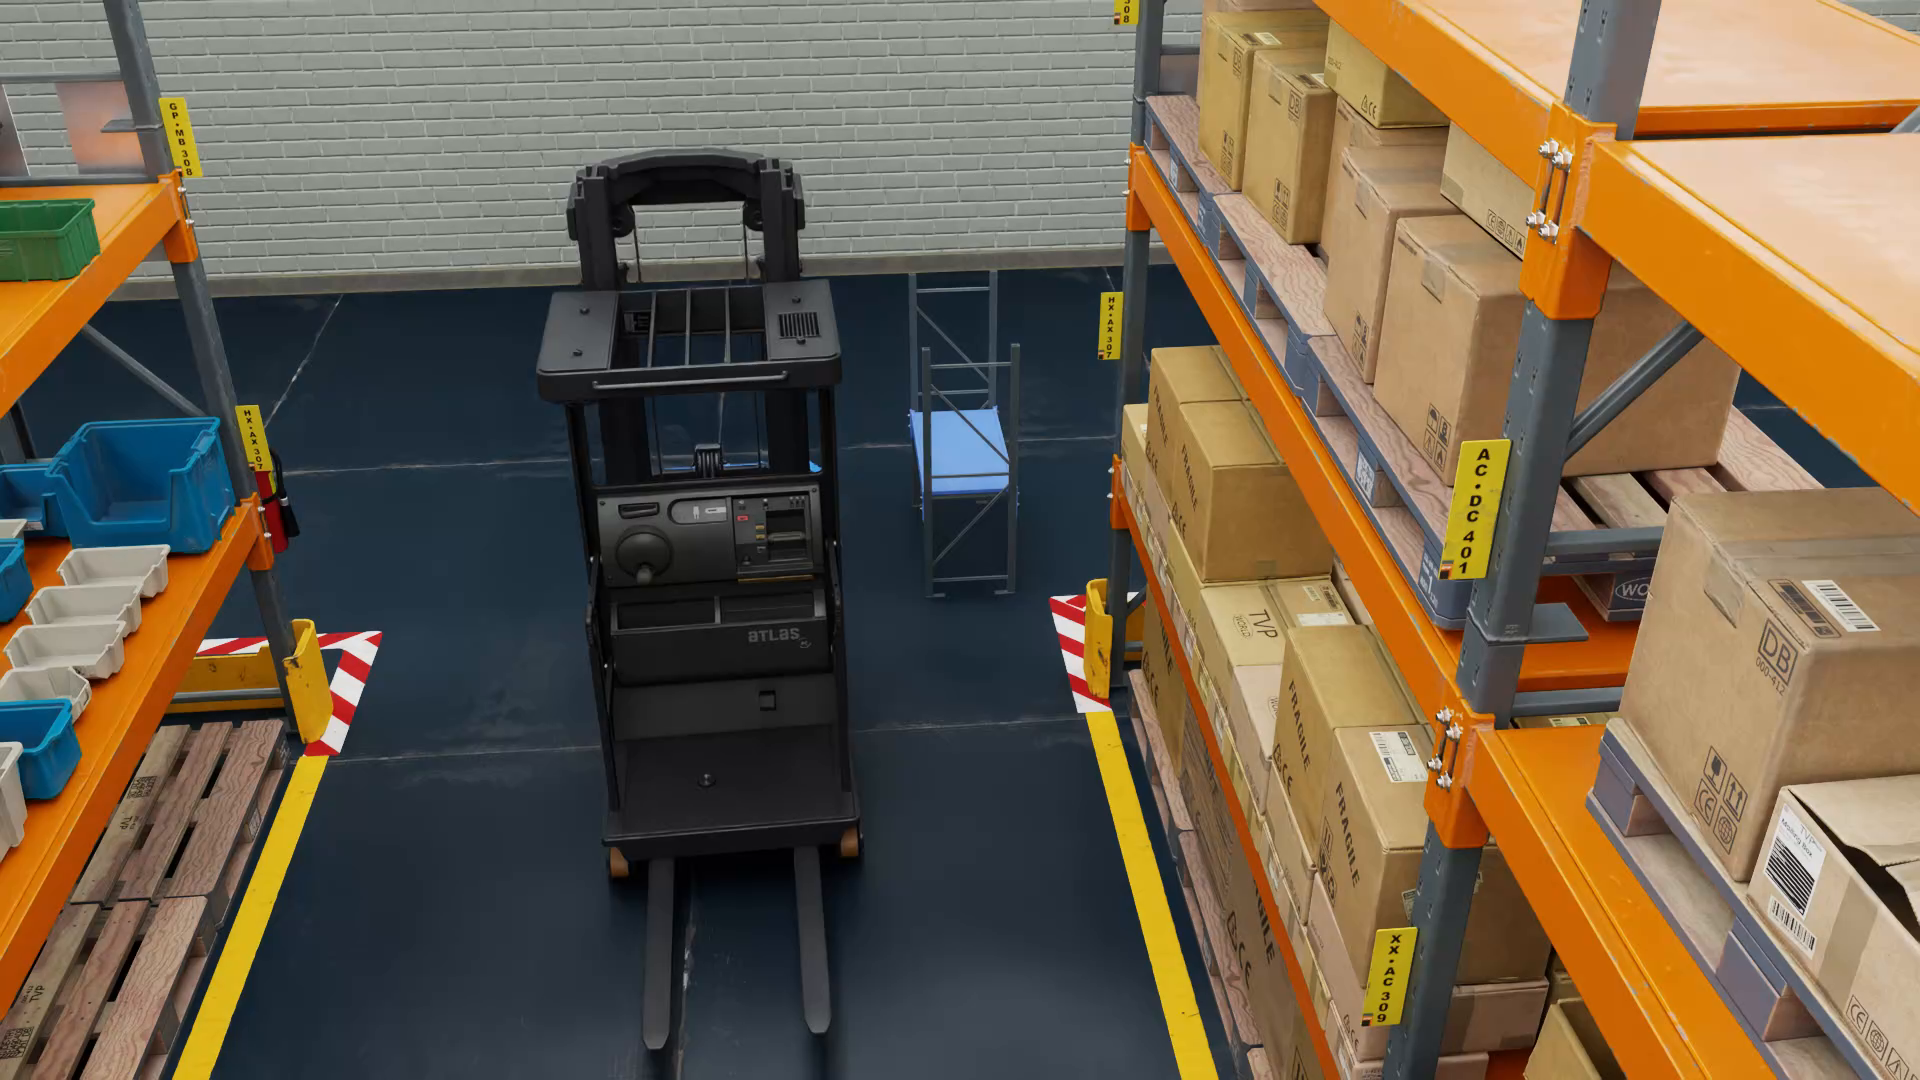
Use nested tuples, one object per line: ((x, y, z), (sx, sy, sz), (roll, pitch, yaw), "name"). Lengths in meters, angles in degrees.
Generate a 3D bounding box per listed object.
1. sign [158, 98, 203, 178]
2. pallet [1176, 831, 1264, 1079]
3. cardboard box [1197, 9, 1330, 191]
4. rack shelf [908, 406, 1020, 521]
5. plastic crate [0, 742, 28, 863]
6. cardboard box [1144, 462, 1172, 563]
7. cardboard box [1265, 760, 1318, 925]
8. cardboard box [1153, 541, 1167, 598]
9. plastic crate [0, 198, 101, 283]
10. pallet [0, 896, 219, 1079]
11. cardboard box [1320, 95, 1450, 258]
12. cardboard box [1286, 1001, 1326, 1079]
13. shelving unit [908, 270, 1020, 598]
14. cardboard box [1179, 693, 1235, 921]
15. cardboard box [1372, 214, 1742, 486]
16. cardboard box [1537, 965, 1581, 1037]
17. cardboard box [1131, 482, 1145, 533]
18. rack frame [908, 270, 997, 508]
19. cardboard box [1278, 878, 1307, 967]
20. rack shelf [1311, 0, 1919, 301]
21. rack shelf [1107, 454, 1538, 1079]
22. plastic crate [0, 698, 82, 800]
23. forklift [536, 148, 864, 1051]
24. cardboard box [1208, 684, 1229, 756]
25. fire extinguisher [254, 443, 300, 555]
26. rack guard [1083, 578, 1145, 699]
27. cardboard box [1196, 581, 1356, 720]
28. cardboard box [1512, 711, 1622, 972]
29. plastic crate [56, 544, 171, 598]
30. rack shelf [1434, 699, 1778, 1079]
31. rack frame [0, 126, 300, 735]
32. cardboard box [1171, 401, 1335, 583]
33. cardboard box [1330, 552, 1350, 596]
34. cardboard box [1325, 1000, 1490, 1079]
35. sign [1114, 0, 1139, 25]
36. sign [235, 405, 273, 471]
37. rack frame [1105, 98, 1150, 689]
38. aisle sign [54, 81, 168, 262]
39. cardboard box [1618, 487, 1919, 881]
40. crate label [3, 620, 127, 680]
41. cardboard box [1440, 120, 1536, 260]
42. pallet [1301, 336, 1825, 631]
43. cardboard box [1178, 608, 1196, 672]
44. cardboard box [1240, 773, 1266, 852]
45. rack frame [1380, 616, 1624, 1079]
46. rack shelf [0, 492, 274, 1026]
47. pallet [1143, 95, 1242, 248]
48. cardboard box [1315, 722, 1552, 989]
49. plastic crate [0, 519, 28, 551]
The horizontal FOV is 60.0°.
((-3.150, -1.625, 6.723), (0.100, 0.325, 0.005), (-3, 31, -5), "sign")
((1.498, 1.638, 6.802), (1.003, 0.211, 1.213), (-3, 31, -5), "pallet")
((1.269, -1.583, 5.946), (0.700, 0.500, 0.500), (-4, 31, -6), "cardboard box")
((0.008, -0.446, 9.385), (0.538, 0.185, 1.000), (-3, 31, -5), "rack shelf")
((-3.282, 0.931, 5.323), (0.437, 0.282, 0.530), (-3, 31, -5), "plastic crate")
((1.066, -0.125, 6.891), (0.500, 0.250, 0.500), (-3, 31, -5), "cardboard box")
((1.255, 0.917, 5.146), (0.500, 0.250, 0.500), (-2, 31, -3), "cardboard box")
((1.015, 0.115, 6.878), (0.380, 0.149, 0.250), (-3, 31, -5), "cardboard box")
((-3.320, -1.055, 5.872), (0.450, 0.188, 0.336), (-3, 31, -5), "plastic crate")
((-3.547, 1.894, 6.374), (1.003, 0.211, 1.213), (-3, 31, -5), "pallet")
((1.522, -1.042, 5.040), (0.700, 0.500, 0.500), (-1, 31, -2), "cardboard box")
((1.626, 1.848, 5.393), (0.875, 0.875, 0.875), (-3, 31, -5), "cardboard box")
((0.008, -0.600, 9.293), (0.538, 1.500, 1.048), (-3, 31, -5), "shelving unit")
((1.459, 0.934, 6.923), (0.875, 0.875, 0.875), (-3, 31, -5), "cardboard box")
((1.476, -0.493, 4.122), (0.700, 0.500, 0.500), (-5, 31, -8), "cardboard box")
((1.825, 1.141, 4.770), (0.500, 0.250, 0.500), (-3, 31, -5), "cardboard box")
((0.965, -0.149, 7.320), (0.380, 0.149, 0.250), (-3, 31, -5), "cardboard box")
((-0.040, -0.860, 9.727), (0.500, 1.500, 0.032), (-3, 31, -5), "rack frame")
((1.206, 1.163, 5.124), (0.380, 0.149, 0.250), (-3, 31, -5), "cardboard box")
((1.422, -1.659, 4.844), (1.077, 0.370, 4.000), (-3, 31, -5), "rack shelf")
((1.422, 0.745, 6.280), (1.077, 0.370, 4.000), (-3, 31, -5), "rack shelf")
((-3.249, 0.735, 5.700), (0.416, 0.233, 0.300), (-3, 31, -5), "plastic crate")
((-1.022, 0.028, 6.845), (1.130, 2.935, 3.031), (-4, 31, -6), "forklift")
((1.111, 0.639, 6.001), (0.380, 0.149, 0.250), (-2, 31, -4), "cardboard box")
((-3.258, -0.253, 7.688), (0.296, 0.674, 0.183), (-3, 31, -5), "fire extinguisher")
((1.233, 0.476, 8.466), (1.175, 0.500, 0.348), (-3, 31, -5), "rack guard")
((1.163, 0.398, 6.016), (0.500, 0.250, 0.500), (-3, 31, -6), "cardboard box")
((1.818, 0.815, 4.585), (0.500, 0.500, 0.500), (-3, 31, -5), "cardboard box")
((-3.440, 0.147, 6.777), (0.396, 0.136, 0.243), (-3, 31, -5), "plastic crate")
((1.795, 1.499, 2.091), (1.077, 0.370, 4.000), (-3, 31, -5), "rack shelf")
((-3.697, -0.348, 7.407), (1.000, 3.000, 0.127), (-3, 31, -5), "rack frame")
((1.112, -0.193, 6.273), (0.500, 0.500, 0.500), (-4, 31, -6), "cardboard box")
((1.639, 0.105, 6.505), (0.500, 0.250, 0.500), (-4, 31, -6), "cardboard box")
((1.254, 1.425, 4.684), (0.380, 0.149, 0.250), (-3, 31, -4), "cardboard box")
((0.682, -2.258, 6.752), (0.100, 0.325, 0.005), (-3, 31, -5), "sign")
((-3.150, -0.452, 7.424), (0.100, 0.325, 0.005), (-3, 31, -5), "sign")
((1.235, -0.585, 7.805), (1.000, 3.000, 0.127), (-3, 31, -5), "rack frame")
((-3.412, -1.515, 6.826), (0.394, 0.787, 0.004), (-3, 31, -5), "aisle sign")
((1.673, 0.242, 2.988), (0.700, 0.500, 0.500), (-2, 31, -3), "cardboard box")
((-3.377, 0.437, 6.292), (0.396, 0.136, 0.243), (-3, 31, -5), "crate label")
((1.527, -0.899, 4.070), (0.500, 0.250, 0.500), (-5, 31, -8), "cardboard box")
((1.542, -0.211, 4.339), (1.003, 0.211, 1.213), (-3, 31, -5), "pallet")
((1.062, 0.376, 6.440), (0.380, 0.149, 0.250), (-3, 31, -5), "cardboard box")
((1.157, 0.900, 5.564), (0.380, 0.149, 0.250), (-2, 31, -4), "cardboard box")
((1.608, 1.457, 4.386), (1.000, 3.000, 0.127), (-3, 31, -5), "rack frame")
((-3.510, 0.982, 5.882), (1.077, 0.370, 4.000), (-3, 31, -5), "rack shelf")
((1.314, -1.456, 6.425), (1.003, 0.211, 1.213), (-3, 31, -5), "pallet")
((1.299, 0.850, 4.527), (0.500, 0.500, 0.500), (-2, 31, -3), "cardboard box")
((-4.054, 0.049, 6.941), (0.250, 0.136, 0.298), (-3, 31, -5), "plastic crate")
